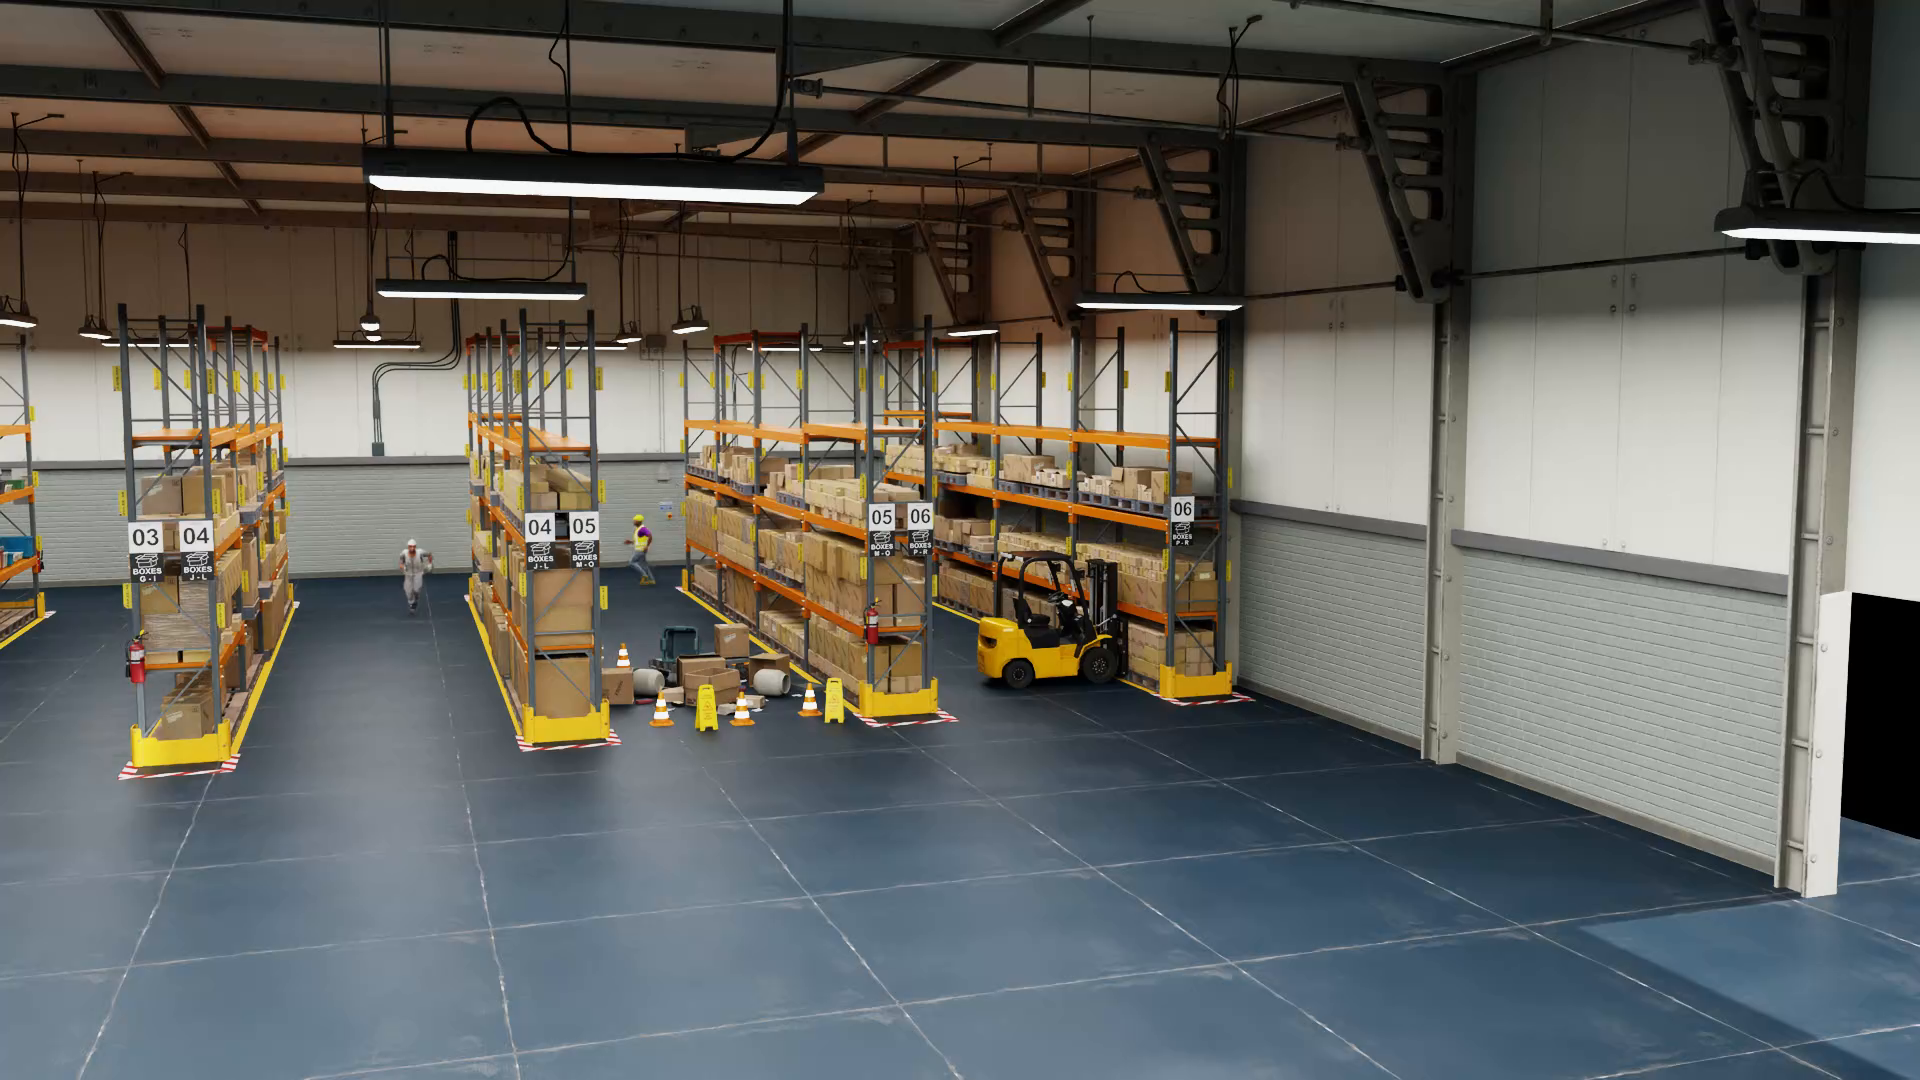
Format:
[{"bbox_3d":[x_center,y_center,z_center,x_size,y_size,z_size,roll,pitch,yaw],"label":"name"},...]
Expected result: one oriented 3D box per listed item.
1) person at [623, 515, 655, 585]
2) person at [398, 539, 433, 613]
[{"bbox_3d":[-7.886,0.250,40.873,0.756,1.736,0.674,-1,6,-15],"label":"person"},{"bbox_3d":[-11.711,0.789,35.779,0.691,1.652,0.843,-1,6,-13],"label":"person"}]
